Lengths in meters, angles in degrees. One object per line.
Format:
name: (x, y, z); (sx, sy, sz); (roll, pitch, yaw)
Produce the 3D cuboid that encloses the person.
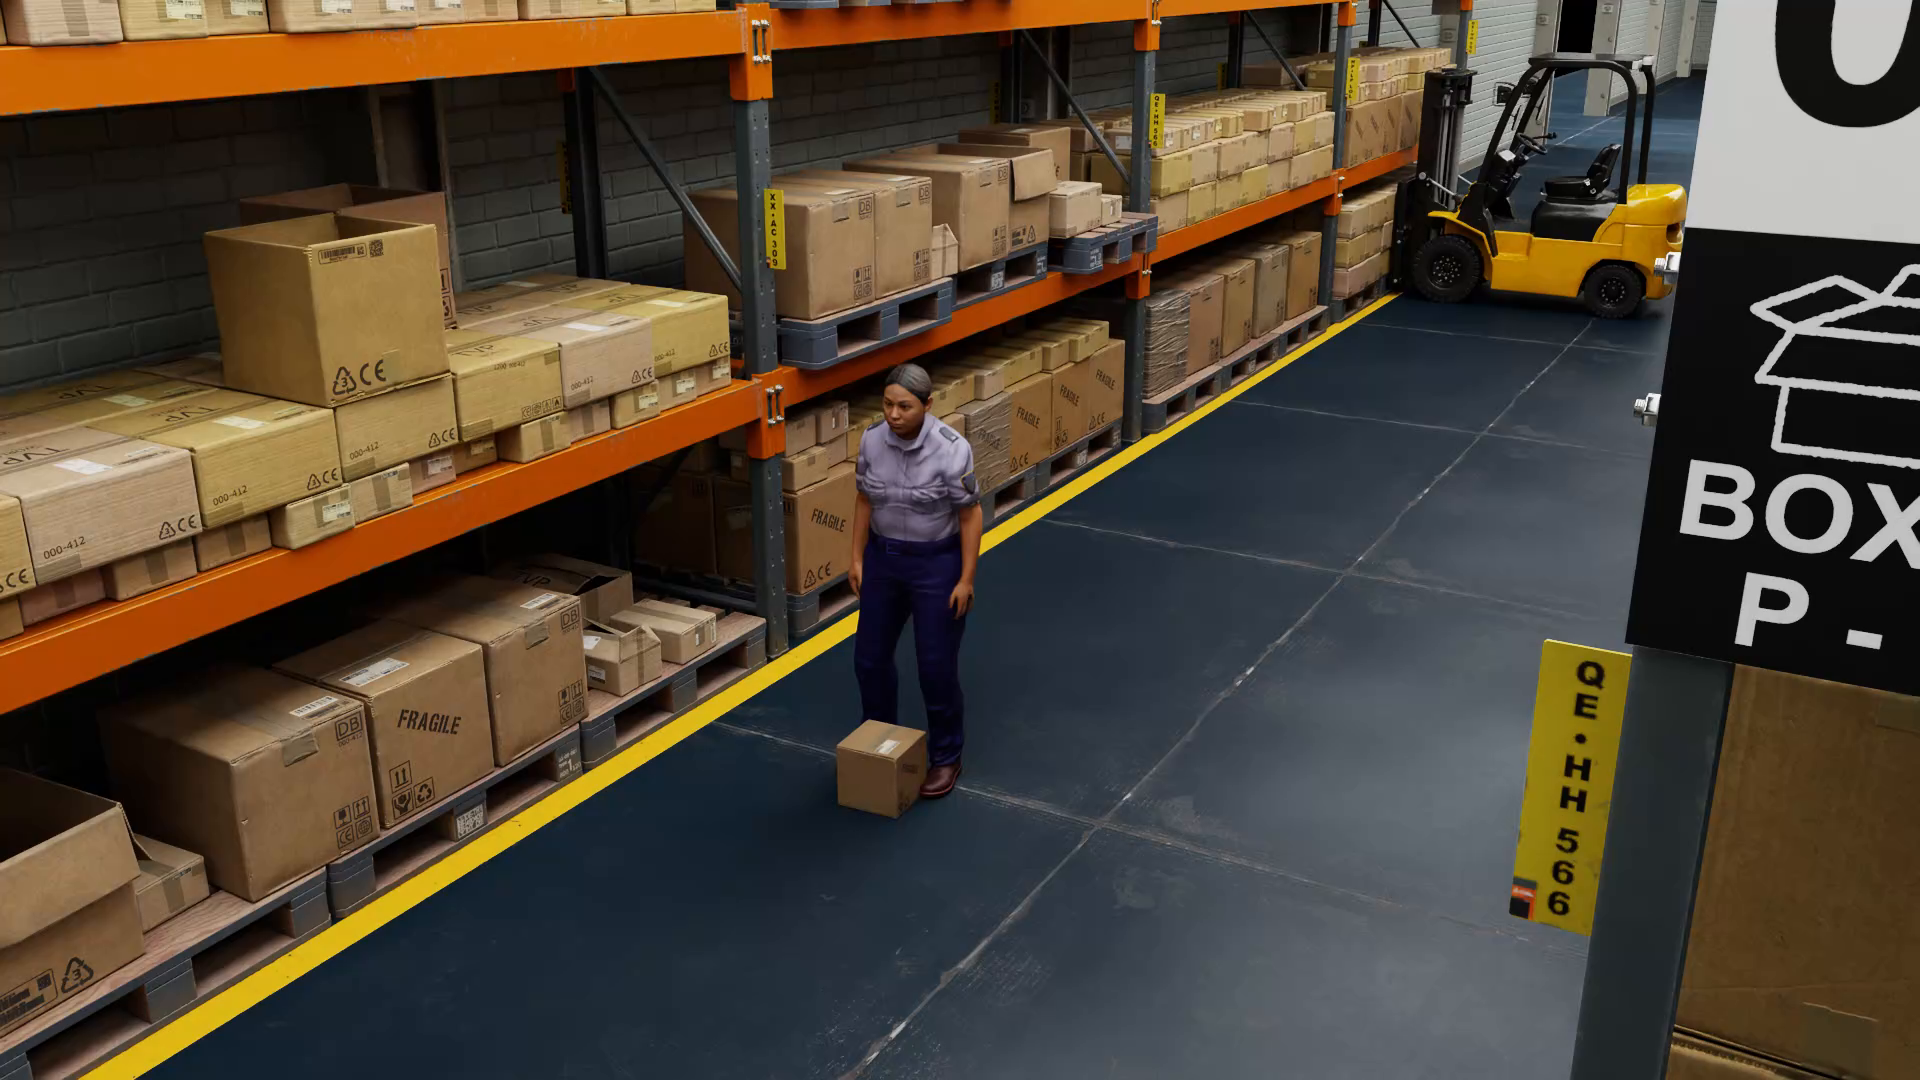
person: (-0.183, 0.128, 6.223); (0.547, 1.650, 0.366); (10, 22, 25)
